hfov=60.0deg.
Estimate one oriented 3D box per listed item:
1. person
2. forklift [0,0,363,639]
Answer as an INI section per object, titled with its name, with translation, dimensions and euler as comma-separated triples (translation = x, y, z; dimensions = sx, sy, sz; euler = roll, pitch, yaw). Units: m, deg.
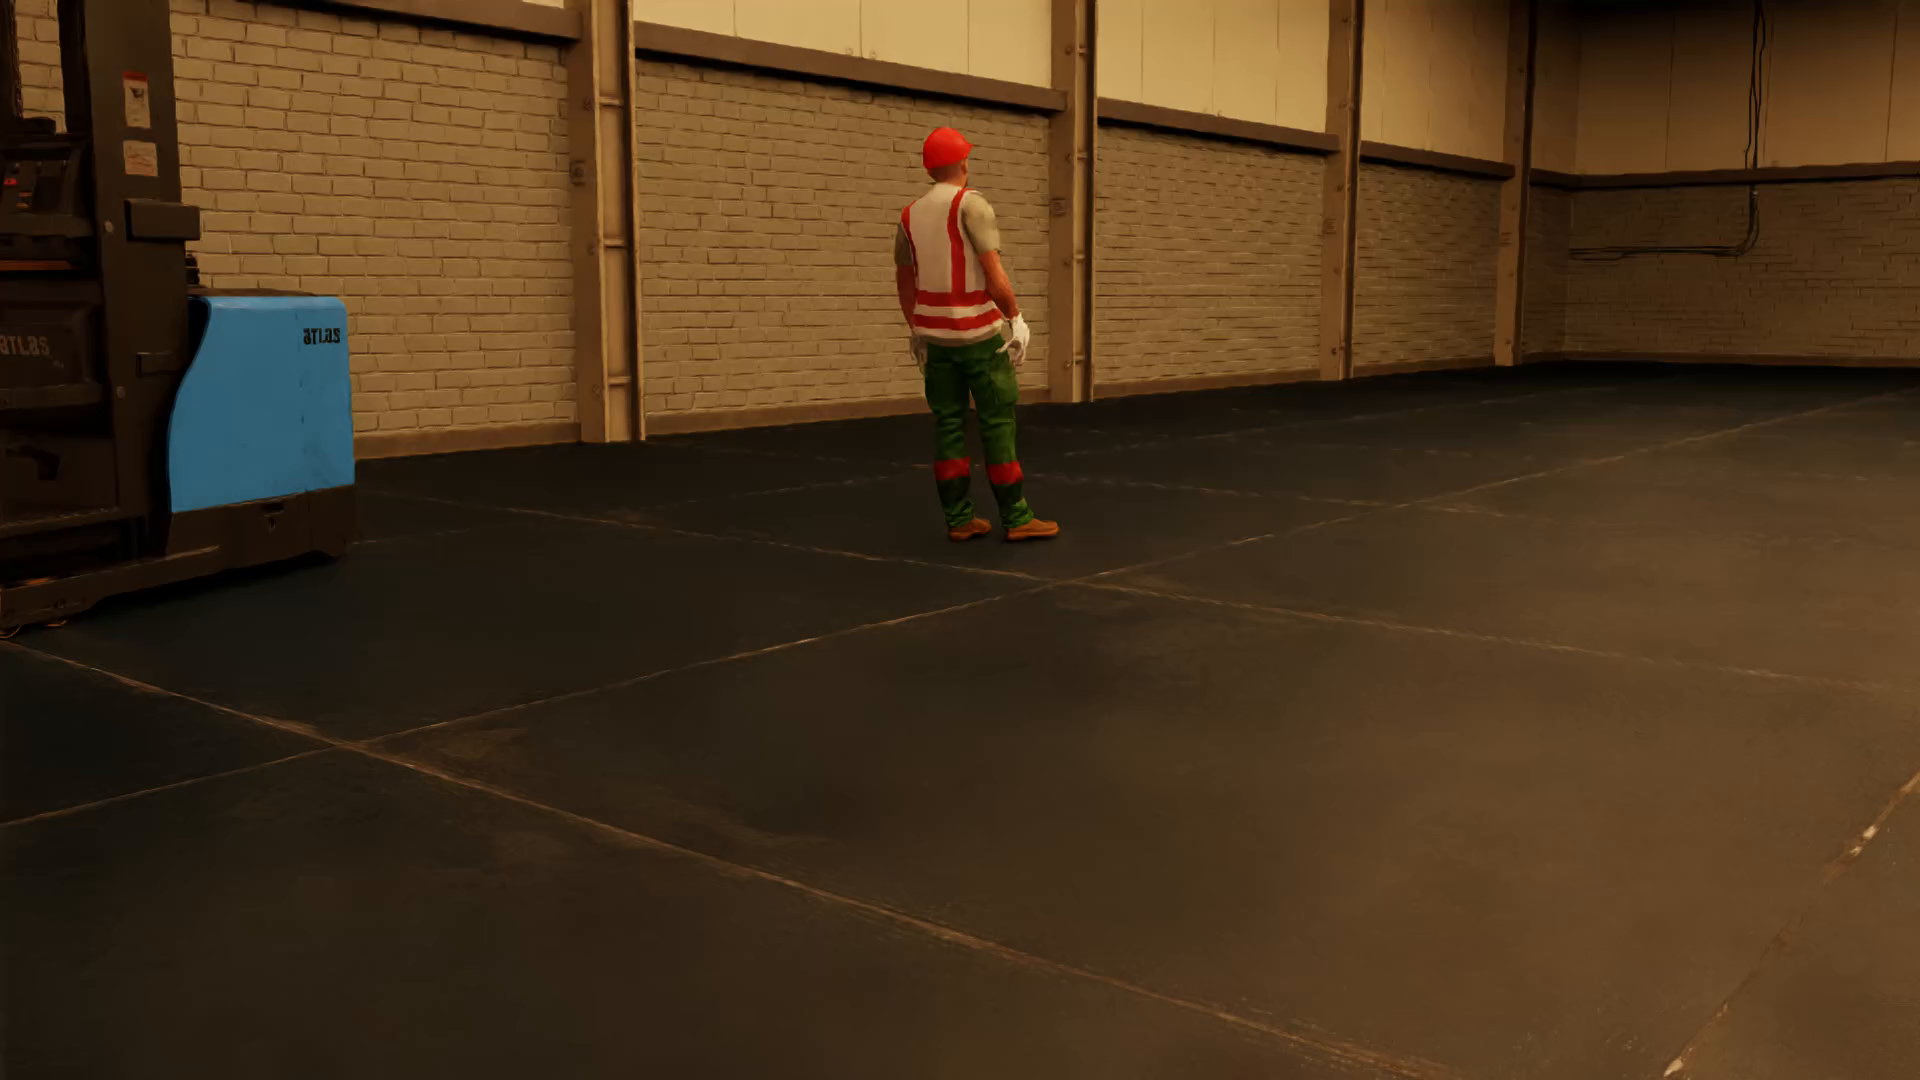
[person]
translation = 0.059, -0.900, 7.329
dimensions = 0.637, 1.787, 0.563
euler = 7, 11, 38
[forklift]
translation = -3.435, -1.201, 5.492
dimensions = 1.130, 2.935, 3.031
euler = 3, 9, 19
